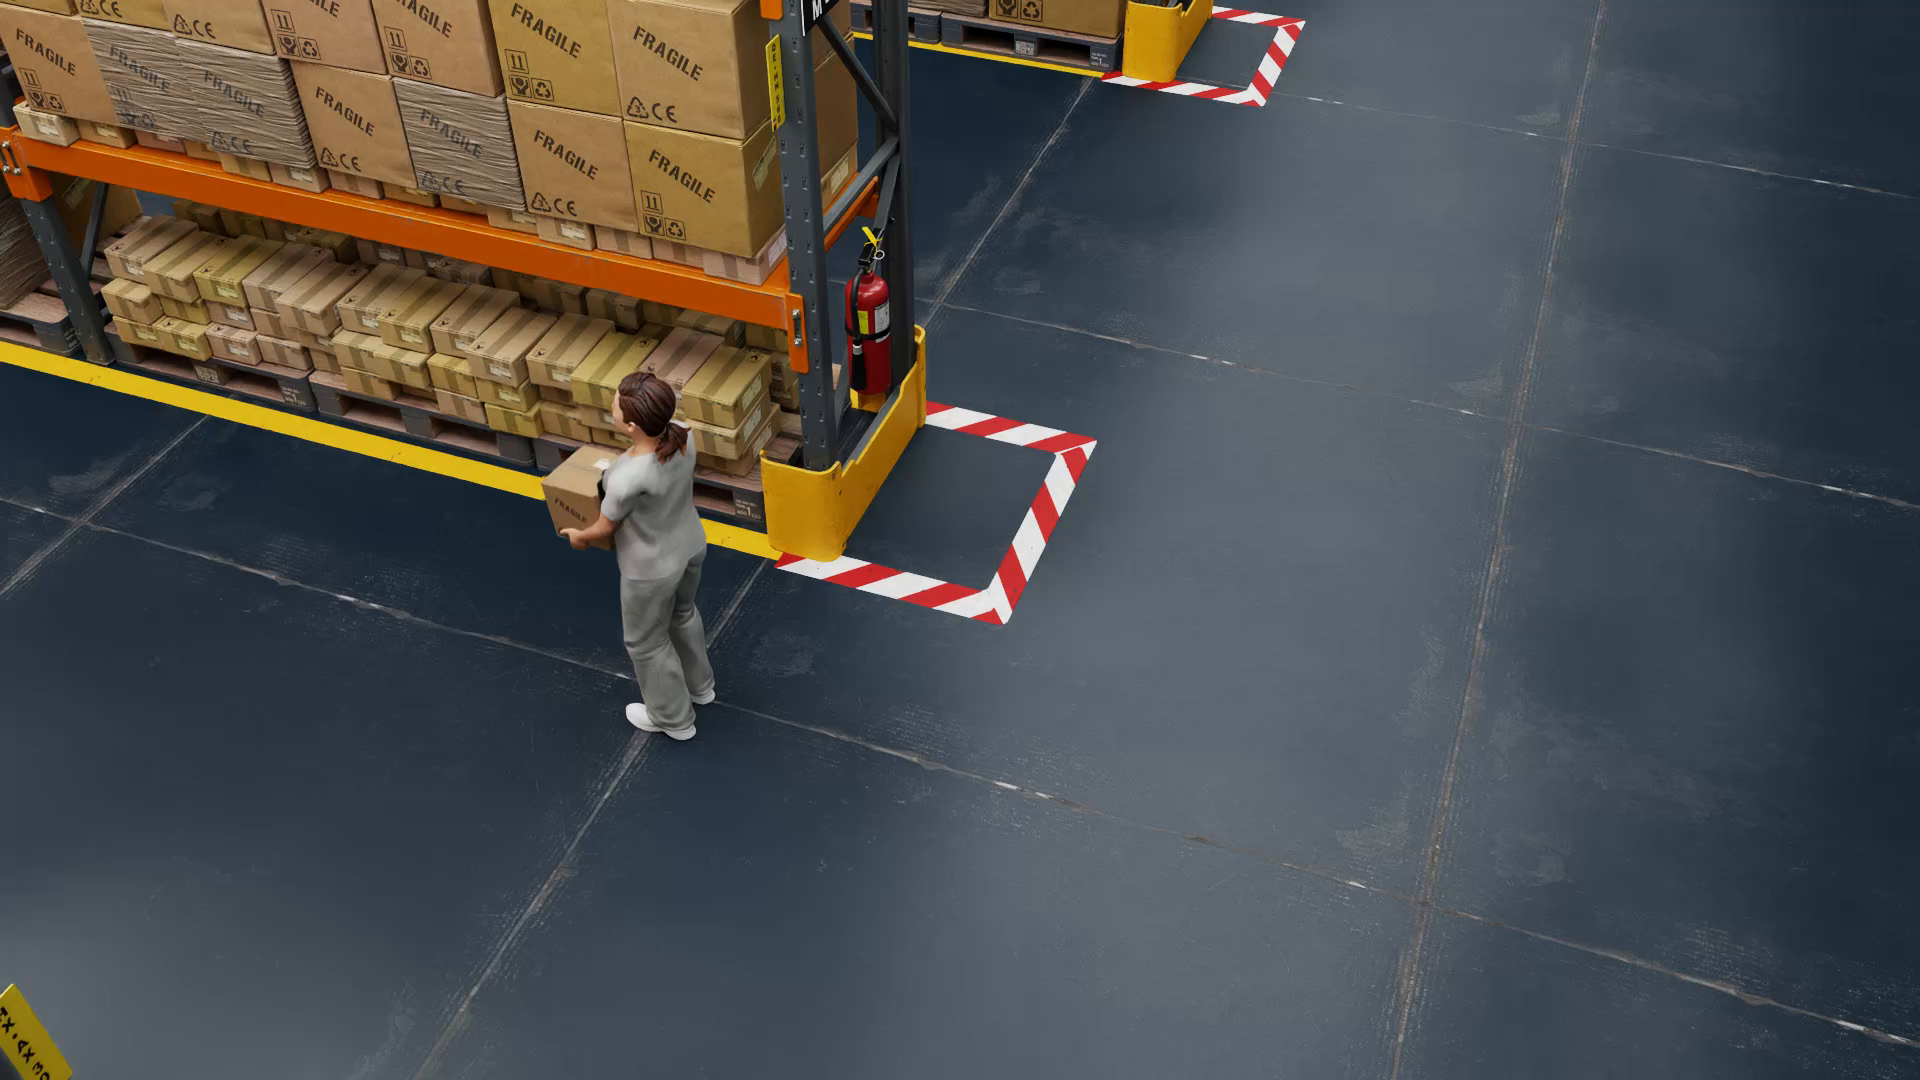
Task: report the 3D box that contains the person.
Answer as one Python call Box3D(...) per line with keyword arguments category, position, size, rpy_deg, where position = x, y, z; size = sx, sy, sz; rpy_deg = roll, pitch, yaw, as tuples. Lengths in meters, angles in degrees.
Box3D(category="person", position=(-1.160, 0.043, 6.120), size=(0.548, 1.667, 0.434), rpy_deg=(20, 45, 21))
